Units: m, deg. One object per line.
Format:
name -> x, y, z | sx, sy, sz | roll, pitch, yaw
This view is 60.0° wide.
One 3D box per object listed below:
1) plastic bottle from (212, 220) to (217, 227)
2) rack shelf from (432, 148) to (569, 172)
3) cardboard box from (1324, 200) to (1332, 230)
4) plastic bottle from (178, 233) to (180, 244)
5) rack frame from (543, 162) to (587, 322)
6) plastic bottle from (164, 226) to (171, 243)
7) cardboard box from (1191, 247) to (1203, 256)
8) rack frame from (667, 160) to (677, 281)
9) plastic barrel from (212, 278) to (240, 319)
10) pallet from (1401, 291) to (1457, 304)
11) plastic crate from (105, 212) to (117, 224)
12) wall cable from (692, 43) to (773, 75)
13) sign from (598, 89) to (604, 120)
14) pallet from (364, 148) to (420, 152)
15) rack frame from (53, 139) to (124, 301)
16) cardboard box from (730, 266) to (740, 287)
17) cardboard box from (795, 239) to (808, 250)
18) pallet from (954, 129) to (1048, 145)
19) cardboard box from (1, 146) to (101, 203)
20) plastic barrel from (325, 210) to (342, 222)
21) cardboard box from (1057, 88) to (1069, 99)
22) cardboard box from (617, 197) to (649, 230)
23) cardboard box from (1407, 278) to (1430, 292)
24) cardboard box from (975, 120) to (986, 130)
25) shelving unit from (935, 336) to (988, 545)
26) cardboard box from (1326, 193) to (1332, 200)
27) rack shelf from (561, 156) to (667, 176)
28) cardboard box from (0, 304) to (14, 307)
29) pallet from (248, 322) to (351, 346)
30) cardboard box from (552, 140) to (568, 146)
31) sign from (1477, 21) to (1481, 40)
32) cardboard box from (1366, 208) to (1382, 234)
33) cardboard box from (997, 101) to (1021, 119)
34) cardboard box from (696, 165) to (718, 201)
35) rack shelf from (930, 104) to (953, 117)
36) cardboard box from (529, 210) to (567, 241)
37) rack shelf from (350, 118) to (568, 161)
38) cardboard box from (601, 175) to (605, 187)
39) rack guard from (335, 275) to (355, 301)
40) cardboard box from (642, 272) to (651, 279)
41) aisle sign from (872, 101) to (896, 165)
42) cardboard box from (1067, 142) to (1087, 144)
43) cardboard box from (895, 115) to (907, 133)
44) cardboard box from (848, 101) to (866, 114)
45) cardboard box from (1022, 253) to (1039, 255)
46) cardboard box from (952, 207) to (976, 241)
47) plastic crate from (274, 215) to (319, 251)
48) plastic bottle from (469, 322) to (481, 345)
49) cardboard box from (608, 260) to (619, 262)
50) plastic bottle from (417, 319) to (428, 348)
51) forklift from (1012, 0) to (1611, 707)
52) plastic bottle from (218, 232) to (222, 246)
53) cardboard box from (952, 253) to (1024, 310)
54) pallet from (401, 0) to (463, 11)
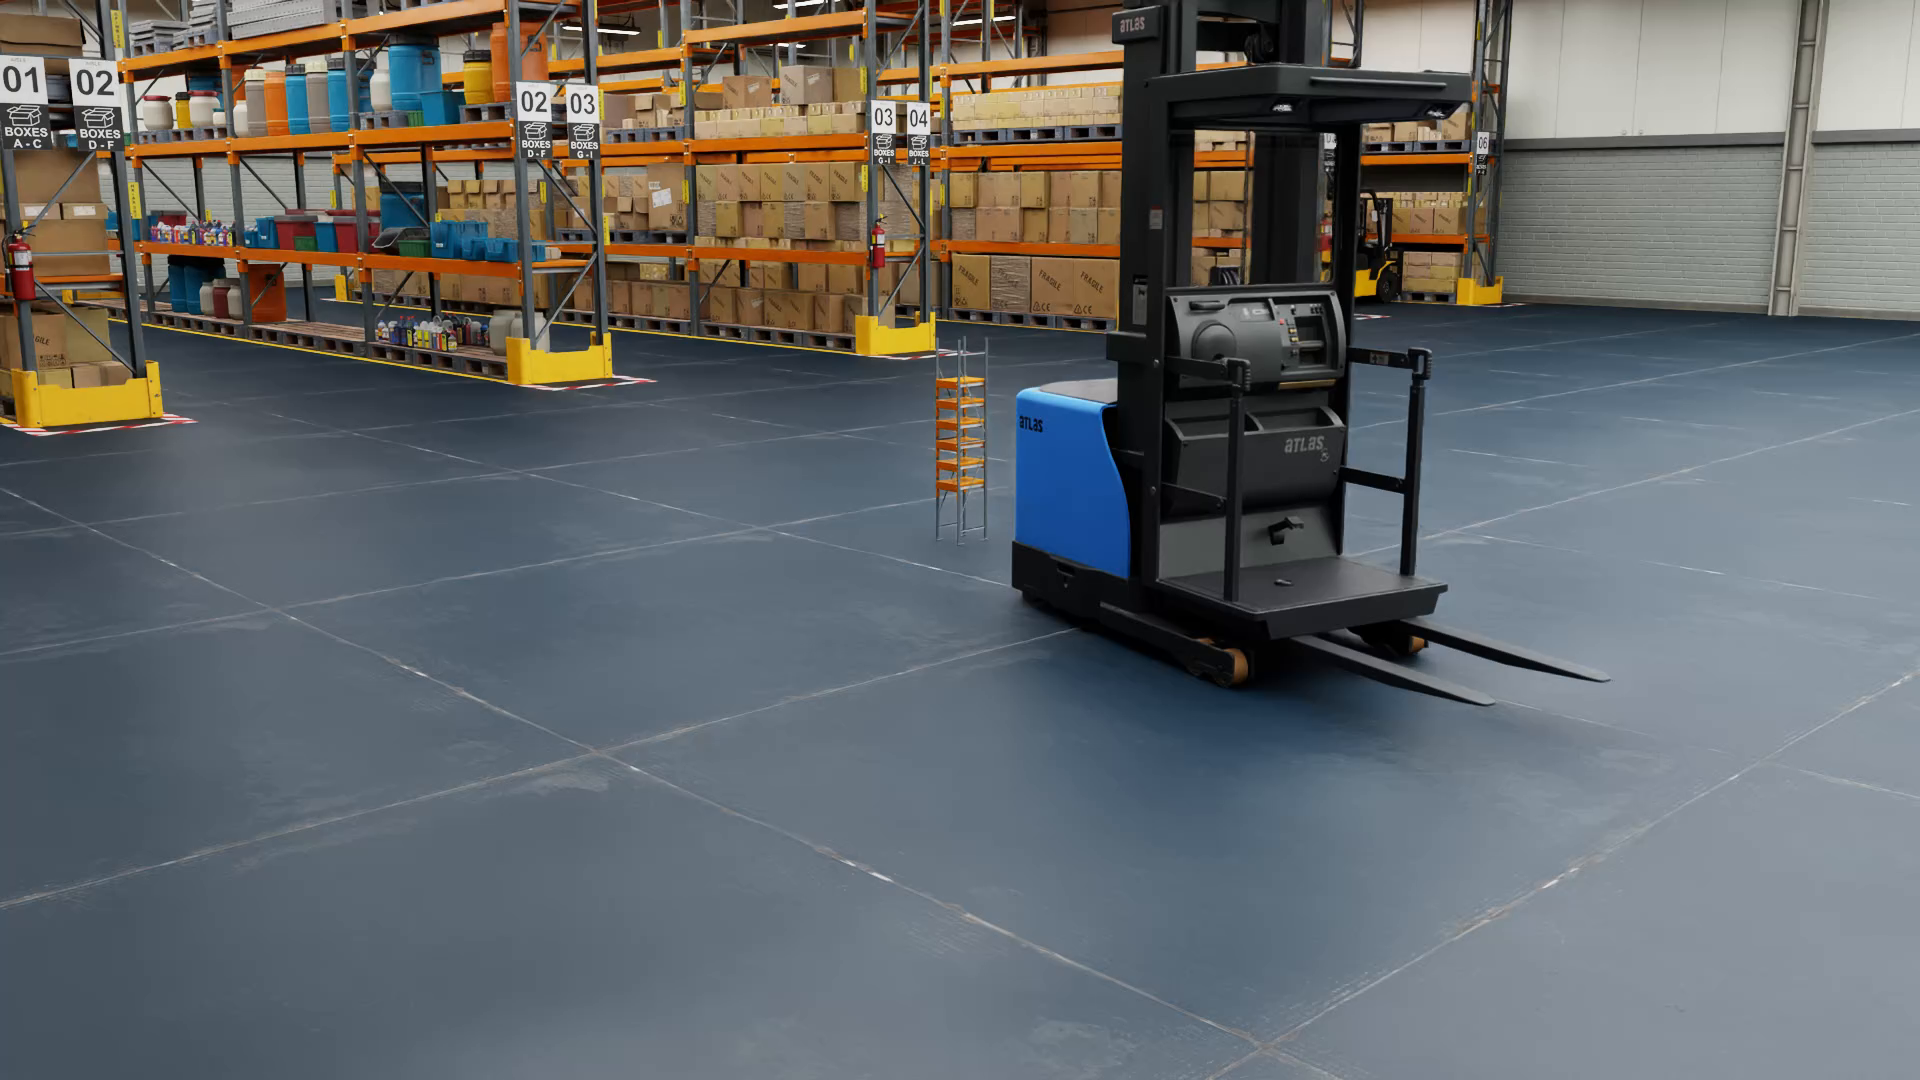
plastic bottle -> -11.791, -4.894, 26.356 | 0.144, 0.351, 0.185 | -11, 16, -43
rack shelf -> -7.699, -6.522, 28.484 | 1.077, 0.370, 4.000 | -11, 16, -43
cardboard box -> 6.248, -5.629, 28.816 | 0.500, 0.500, 0.500 | -11, 16, -43
plastic bottle -> -11.918, -4.633, 25.458 | 0.097, 0.201, 0.097 | 0, 12, 0
rack frame -> -6.318, -5.113, 27.297 | 1.000, 3.000, 0.127 | -11, 16, -43
plastic bottle -> -12.305, -4.749, 25.848 | 0.097, 0.271, 0.097 | 0, 12, 0
cardboard box -> 4.223, -5.229, 30.168 | 0.380, 0.149, 0.250 | -10, 15, -40
rack frame -> -5.423, -6.374, 33.414 | 1.000, 3.000, 0.127 | -11, 16, -43
plastic barrel -> -11.030, -3.682, 25.283 | 0.600, 0.588, 0.708 | -11, 16, -43
pallet -> 9.403, -4.759, 32.488 | 1.003, 0.211, 1.213 | -11, 16, -43
plastic crate -> -15.058, -5.615, 29.493 | 0.616, 0.435, 0.499 | -11, 16, -43
wall cable -> -6.220, -11.897, 45.261 | 2.988, 3.039, 0.133 | -11, 16, -43
sign -> -3.974, -4.805, 18.345 | 0.100, 0.325, 0.005 | -11, 16, -43
pallet -> -10.476, -7.422, 31.287 | 1.003, 0.211, 1.213 | -11, 16, -43
rack frame -> -15.425, -5.591, 29.614 | 1.000, 3.000, 0.127 | -11, 16, -43
cardboard box -> -4.037, -4.982, 31.813 | 0.500, 0.500, 0.500 | 11, 16, 43
cardboard box -> -2.014, -4.016, 22.592 | 0.380, 0.149, 0.250 | -11, 16, -43
pallet -> 0.659, -6.511, 26.866 | 1.003, 0.211, 1.213 | -11, 16, -43
cardboard box -> -8.310, -3.328, 15.168 | 0.700, 0.500, 0.500 | -11, 16, -42
plastic barrel -> -8.445, -4.246, 22.752 | 0.433, 0.535, 0.433 | 0, 12, 0
cardboard box -> 1.686, -6.764, 25.232 | 0.380, 0.149, 0.250 | -11, 16, -42
cardboard box -> -4.819, -5.026, 25.576 | 0.797, 0.503, 0.637 | -9, 15, -37
cardboard box -> 9.072, -4.976, 32.406 | 0.500, 0.250, 0.500 | -11, 16, -43
cardboard box -> 0.459, -6.632, 26.569 | 0.380, 0.149, 0.250 | -11, 16, -43
shelving unit -> 0.010, -0.586, 9.780 | 0.258, 1.200, 0.189 | -11, 16, -43
cardboard box -> 7.634, -6.966, 33.696 | 0.380, 0.149, 0.250 | -11, 16, -44
rack shelf -> -6.804, -7.782, 34.600 | 1.077, 0.370, 4.000 | -11, 16, -43
cardboard box -> -9.592, -2.046, 16.324 | 0.500, 0.500, 0.500 | -11, 16, -43
pallet -> -9.393, -2.939, 23.653 | 1.003, 0.211, 1.213 | -11, 16, -43
cardboard box -> -6.177, -6.405, 26.504 | 0.500, 0.250, 0.500 | -11, 16, -42
sign -> 9.560, -9.380, 30.628 | 0.100, 0.325, 0.005 | -11, 16, -43
cardboard box -> 8.371, -6.327, 32.939 | 0.500, 0.500, 0.500 | -11, 16, -42
cardboard box -> 0.935, -6.745, 26.128 | 0.500, 0.250, 0.500 | -11, 16, -43
cardboard box -> -3.428, -5.113, 23.832 | 0.500, 0.500, 0.500 | -11, 16, -43
rack shelf -> 0.294, -10.647, 41.078 | 1.077, 0.370, 4.000 | -11, 16, -43
cardboard box -> -6.838, -5.200, 27.469 | 0.500, 0.500, 0.500 | -10, 15, -41
rack shelf -> -5.756, -4.664, 19.467 | 1.077, 0.370, 4.000 | -11, 16, -43
cardboard box -> -7.371, -7.387, 34.872 | 0.500, 0.500, 0.500 | -11, 16, -44
rack guard -> -11.859, -5.060, 33.233 | 1.175, 0.500, 0.348 | -11, 16, -43
cardboard box -> -6.264, -5.405, 33.998 | 0.250, 0.149, 0.380 | 11, 16, 43
aisle sign -> -0.967, -5.168, 21.121 | 0.394, 0.787, 0.004 | -11, 16, -43
cardboard box -> 2.407, -7.726, 31.876 | 0.500, 0.250, 0.500 | -11, 16, -42
cardboard box -> -0.939, -5.448, 21.859 | 0.500, 0.250, 0.500 | -10, 15, -41
cardboard box -> -1.211, -5.534, 21.288 | 0.380, 0.149, 0.250 | -11, 16, -43
cardboard box -> 1.846, -6.650, 39.908 | 0.500, 0.500, 0.500 | -10, 15, -40
cardboard box -> 0.365, -5.227, 27.478 | 0.875, 0.550, 0.550 | -11, 16, -43
plastic crate -> -9.005, -4.176, 22.589 | 0.402, 0.464, 0.583 | -11, 16, -43
plastic bottle -> -6.020, -2.568, 20.600 | 0.152, 0.276, 0.135 | -11, 16, -42
cardboard box -> -7.504, -5.971, 36.012 | 0.380, 0.149, 0.250 | -10, 16, -41
plastic bottle -> -6.456, -2.492, 20.049 | 0.144, 0.351, 0.185 | -11, 16, -43
forklift -> 1.423, -0.926, 7.144 | 1.130, 2.935, 3.031 | -6, 13, -29
plastic bottle -> -10.781, -4.393, 24.292 | 0.097, 0.201, 0.097 | 0, 12, 0
cardboard box -> 0.485, -4.270, 27.426 | 0.875, 0.875, 0.875 | -11, 16, -42
pallet -> -5.702, -6.195, 19.138 | 1.003, 0.211, 1.213 | -11, 16, -43
